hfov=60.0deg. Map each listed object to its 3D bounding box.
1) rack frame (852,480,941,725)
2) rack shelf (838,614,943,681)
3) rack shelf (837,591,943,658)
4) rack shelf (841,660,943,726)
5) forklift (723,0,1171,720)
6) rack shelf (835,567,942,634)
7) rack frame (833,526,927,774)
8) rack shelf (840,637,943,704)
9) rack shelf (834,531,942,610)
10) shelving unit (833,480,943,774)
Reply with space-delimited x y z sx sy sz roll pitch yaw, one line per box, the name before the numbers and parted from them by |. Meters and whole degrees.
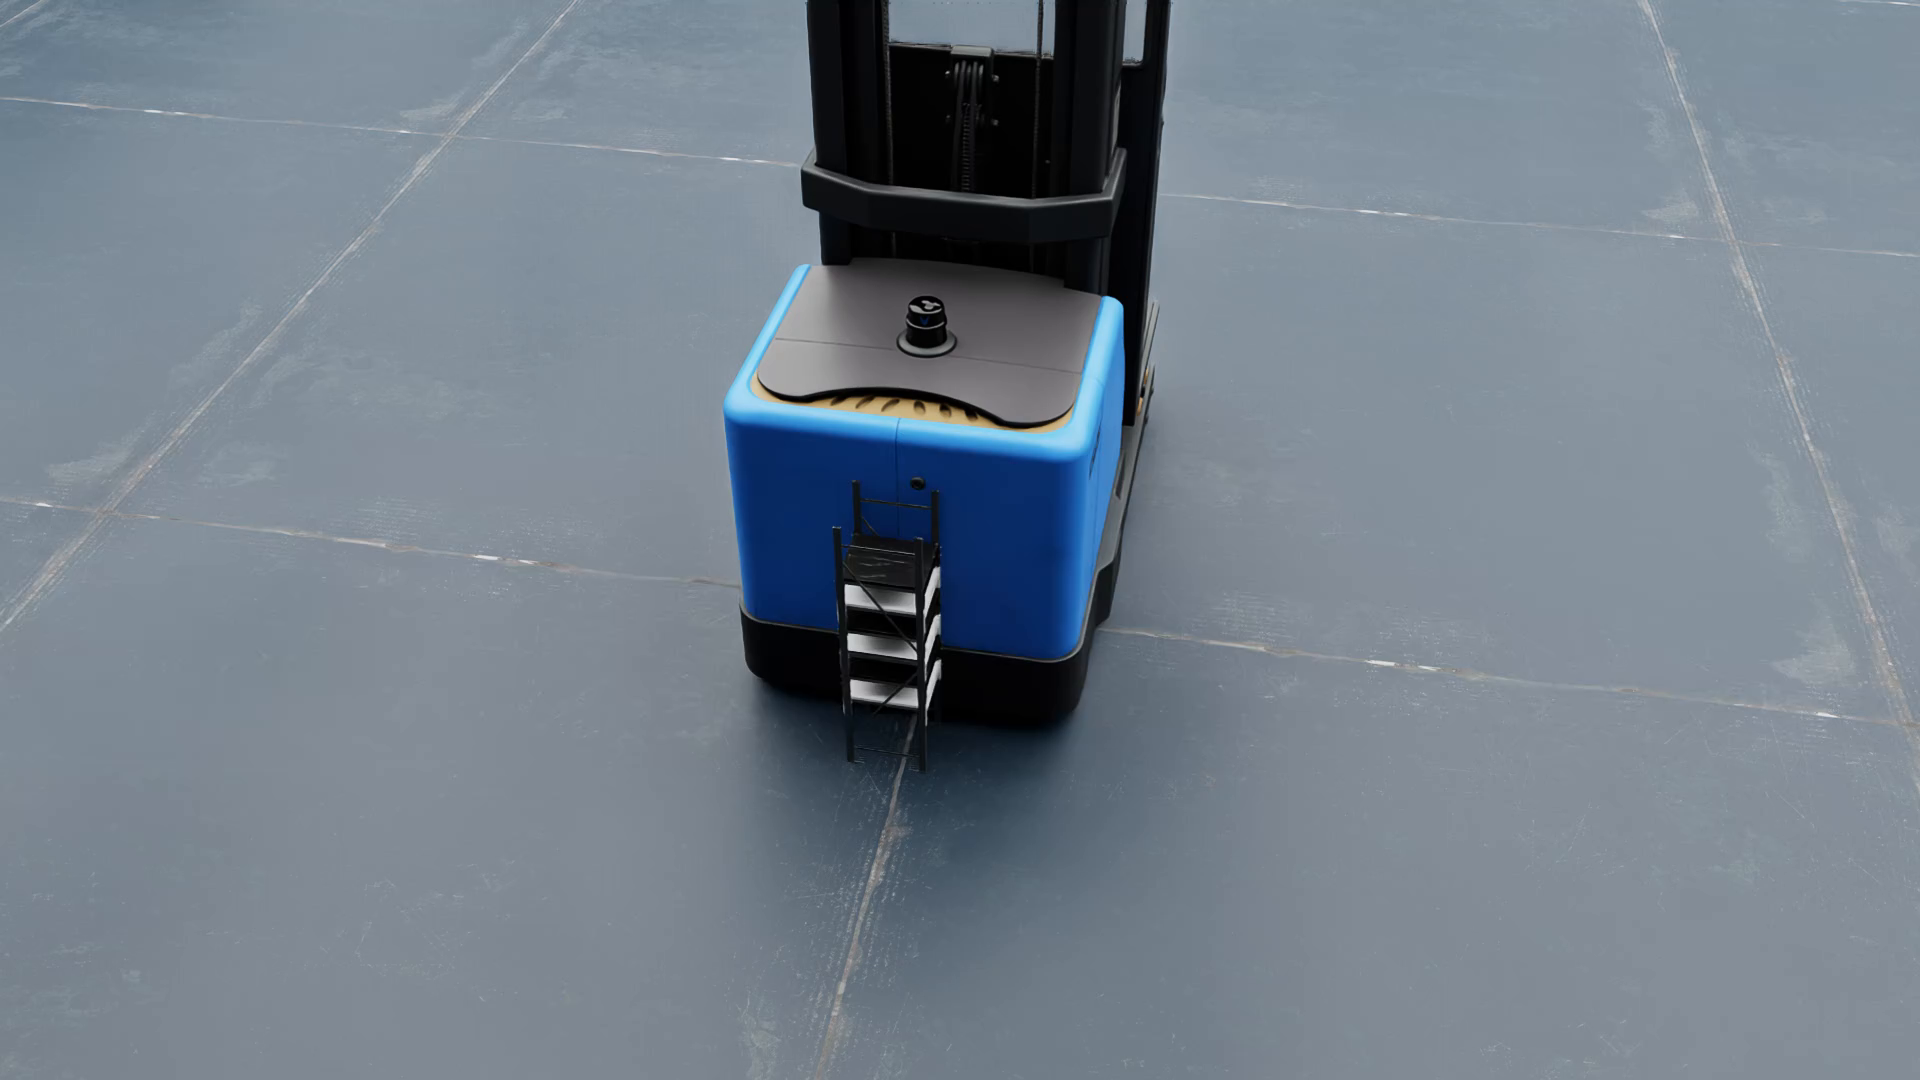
rack frame | -0.176 0.201 4.801 0.240 0.900 0.006 7 40 9
rack shelf | -0.196 0.290 4.746 0.258 0.077 0.200 7 40 9
rack shelf | -0.196 0.220 4.688 0.258 0.077 0.200 7 40 9
rack shelf | -0.196 0.428 4.860 0.258 0.077 0.200 7 40 9
forklift | 0.129 -1.534 5.305 1.130 2.935 3.031 7 40 9
rack shelf | -0.196 0.151 4.631 0.258 0.077 0.200 7 40 9
rack frame | -0.217 0.328 4.648 0.240 0.900 0.006 7 40 9
rack shelf | -0.196 0.359 4.803 0.258 0.077 0.200 7 40 9
rack shelf | -0.196 0.082 4.574 0.258 0.077 0.200 7 40 9
shelving unit | -0.196 0.264 4.724 0.258 0.900 0.210 7 40 9
